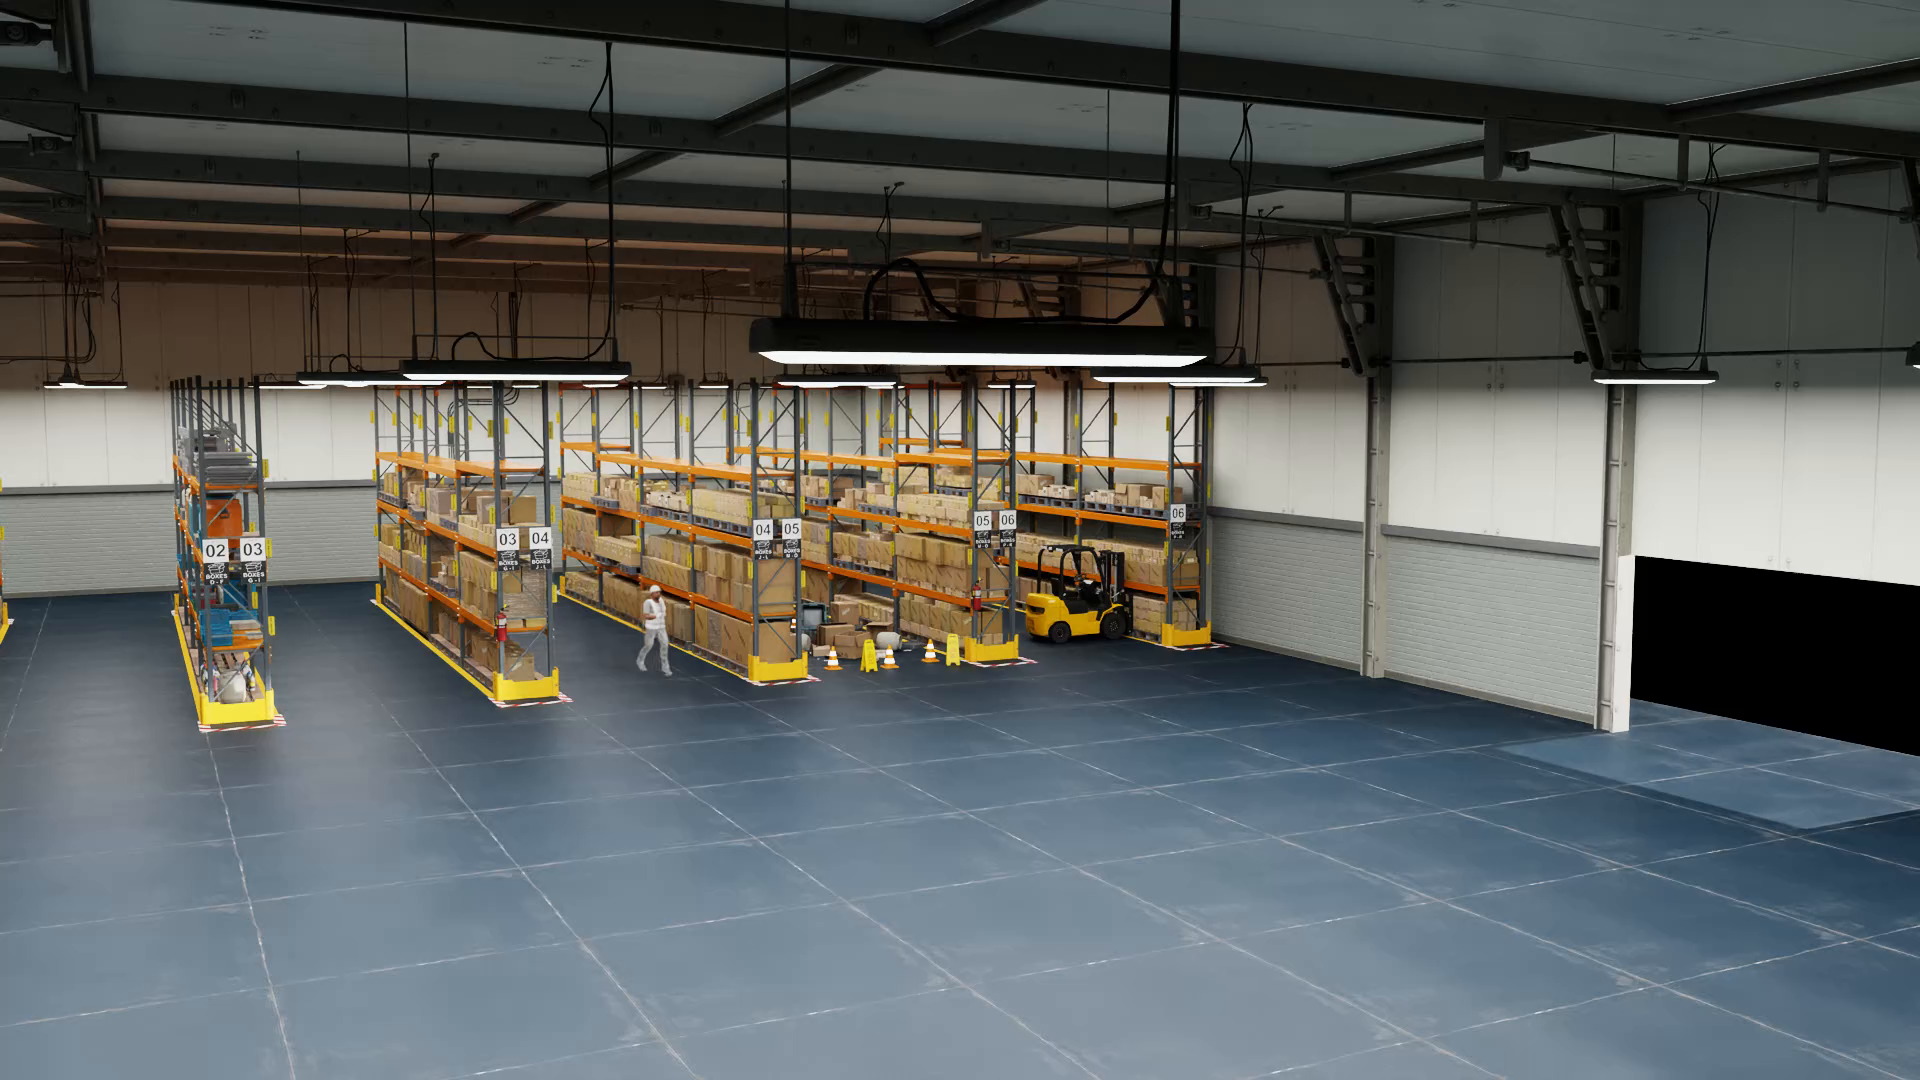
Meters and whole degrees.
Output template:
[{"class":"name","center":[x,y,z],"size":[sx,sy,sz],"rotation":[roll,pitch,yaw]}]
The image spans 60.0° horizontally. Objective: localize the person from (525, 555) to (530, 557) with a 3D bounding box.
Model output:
[{"class":"person","center":[-11.979,0.764,45.767],"size":[0.765,1.760,1.040],"rotation":[-2,5,-18]}]

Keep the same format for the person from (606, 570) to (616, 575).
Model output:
[{"class":"person","center":[-10.250,0.539,48.645],"size":[0.804,1.759,0.609],"rotation":[2,6,25]}]

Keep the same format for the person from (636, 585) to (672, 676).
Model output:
[{"class":"person","center":[-6.200,1.813,33.694],"size":[0.930,1.812,0.672],"rotation":[4,6,38]}]
